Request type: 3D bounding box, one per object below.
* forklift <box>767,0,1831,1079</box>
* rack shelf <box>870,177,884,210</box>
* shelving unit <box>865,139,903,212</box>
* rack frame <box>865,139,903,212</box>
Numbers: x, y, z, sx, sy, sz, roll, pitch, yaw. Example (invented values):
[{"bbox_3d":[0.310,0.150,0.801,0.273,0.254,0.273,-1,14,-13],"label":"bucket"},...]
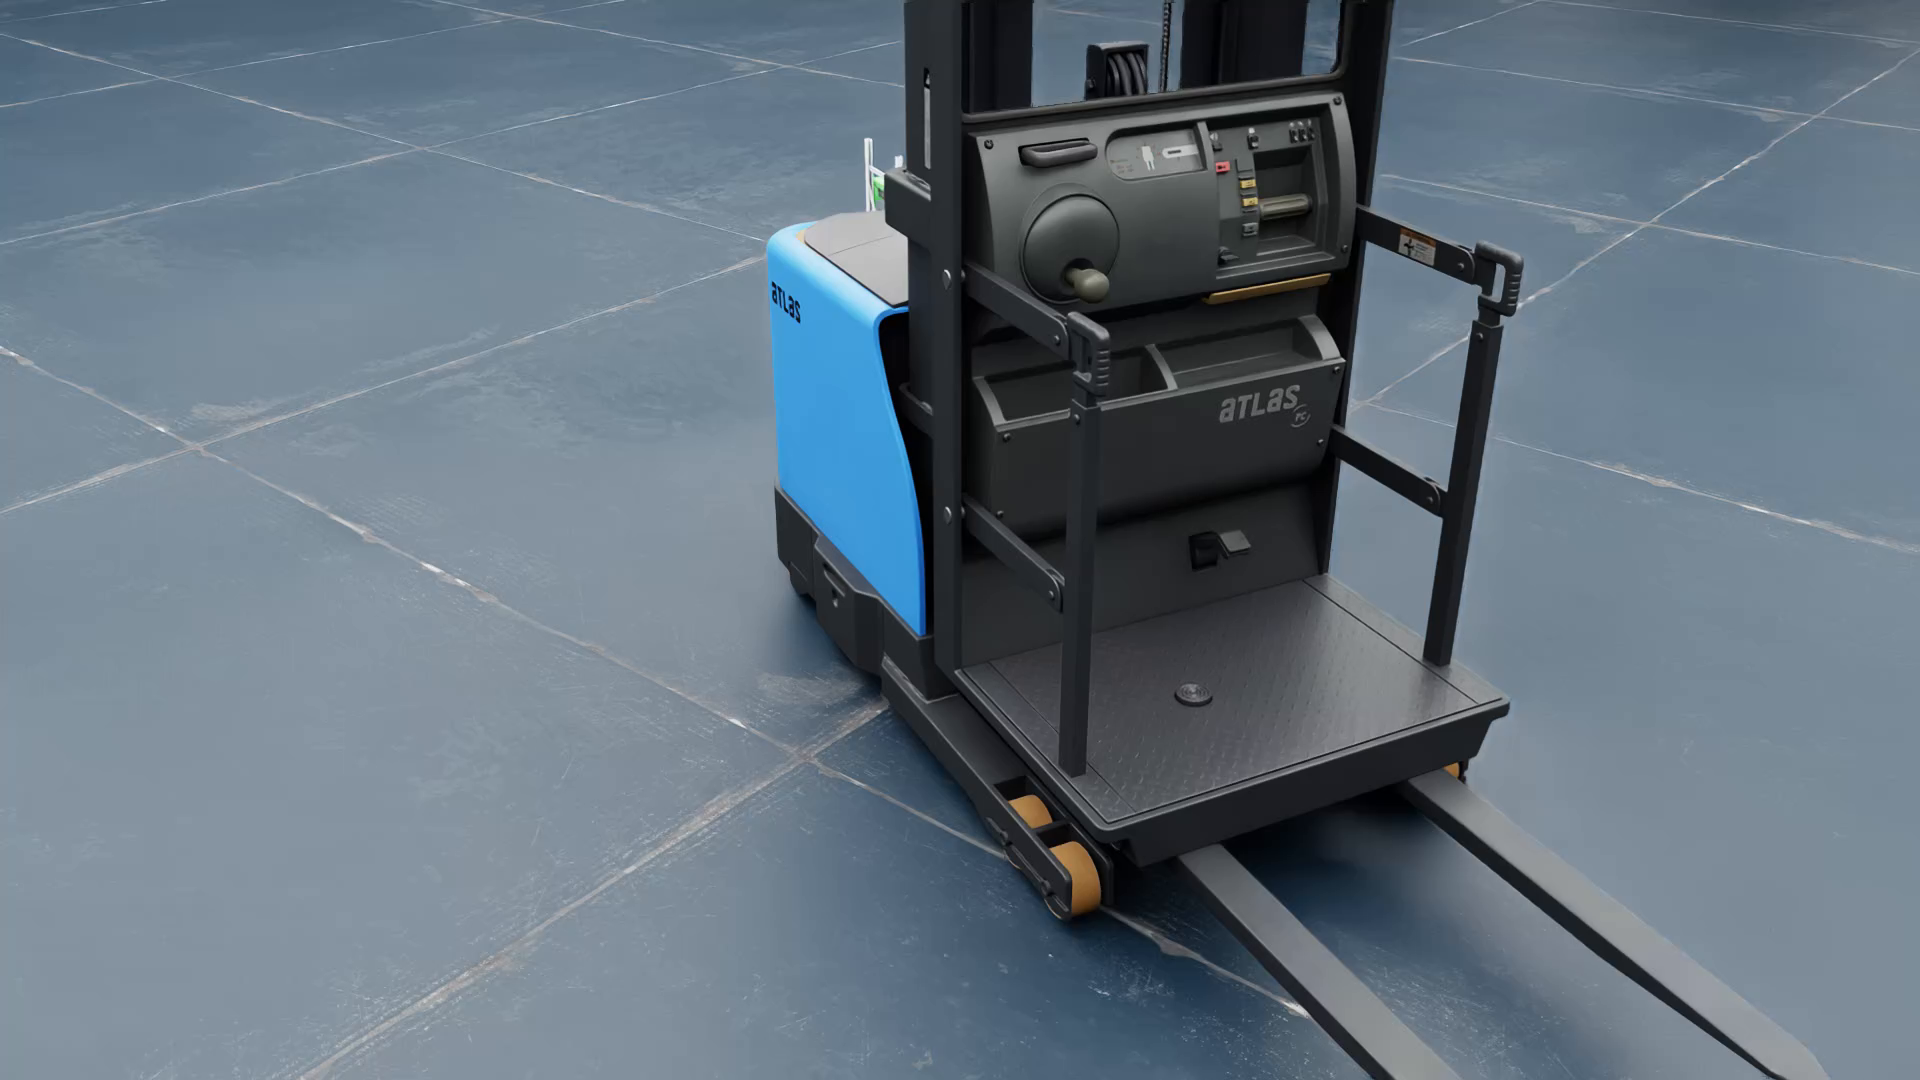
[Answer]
[{"bbox_3d":[0.560,-0.705,3.422,1.130,2.935,3.031,-13,30,-23],"label":"forklift"},{"bbox_3d":[-0.005,-1.030,5.029,0.480,0.148,0.258,-13,30,-23],"label":"rack shelf"},{"bbox_3d":[-0.005,-0.660,5.220,0.503,1.200,0.258,-13,30,-23],"label":"shelving unit"},{"bbox_3d":[-0.223,-0.610,5.124,0.015,1.200,0.240,-13,30,-23],"label":"rack frame"}]
